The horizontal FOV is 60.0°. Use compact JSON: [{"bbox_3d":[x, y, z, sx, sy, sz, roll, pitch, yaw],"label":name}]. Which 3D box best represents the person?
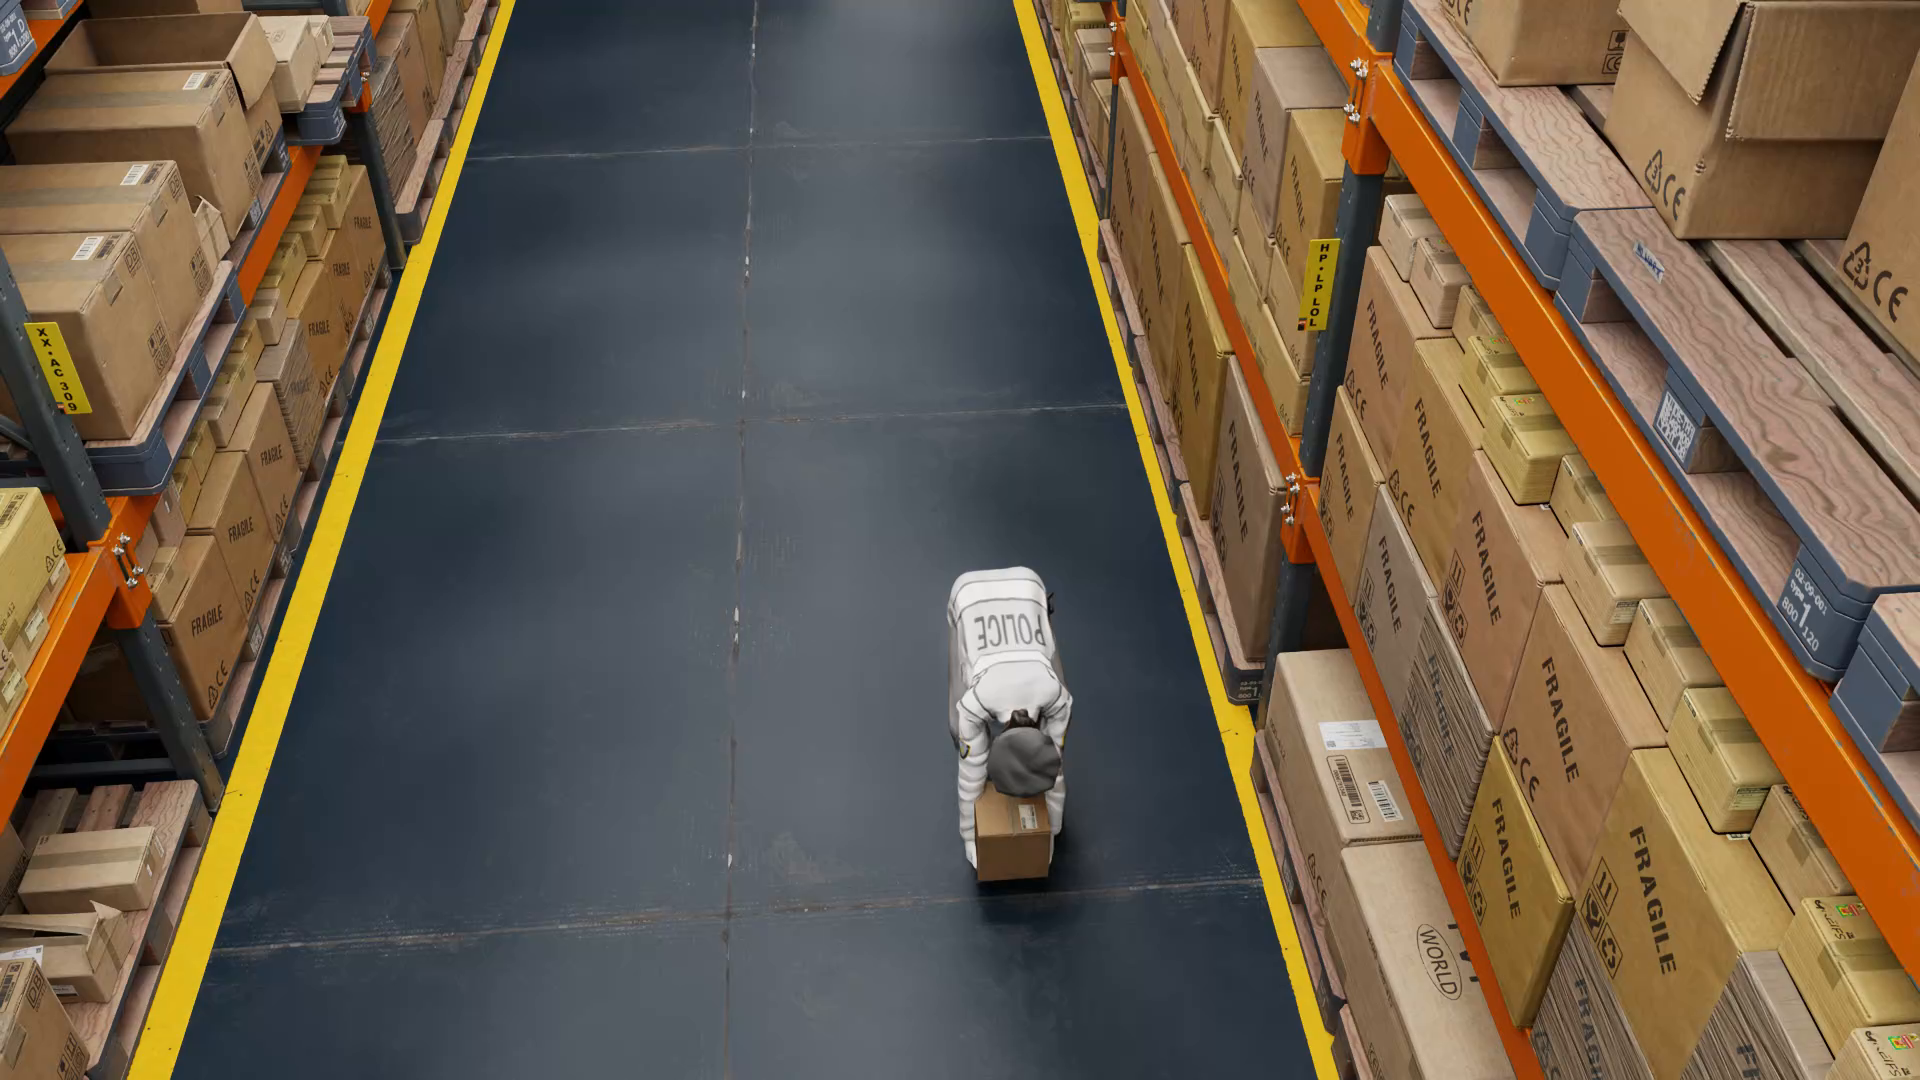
[{"bbox_3d":[0.189,0.681,5.922,0.445,0.906,0.876,-5,40,-6],"label":"person"}]
